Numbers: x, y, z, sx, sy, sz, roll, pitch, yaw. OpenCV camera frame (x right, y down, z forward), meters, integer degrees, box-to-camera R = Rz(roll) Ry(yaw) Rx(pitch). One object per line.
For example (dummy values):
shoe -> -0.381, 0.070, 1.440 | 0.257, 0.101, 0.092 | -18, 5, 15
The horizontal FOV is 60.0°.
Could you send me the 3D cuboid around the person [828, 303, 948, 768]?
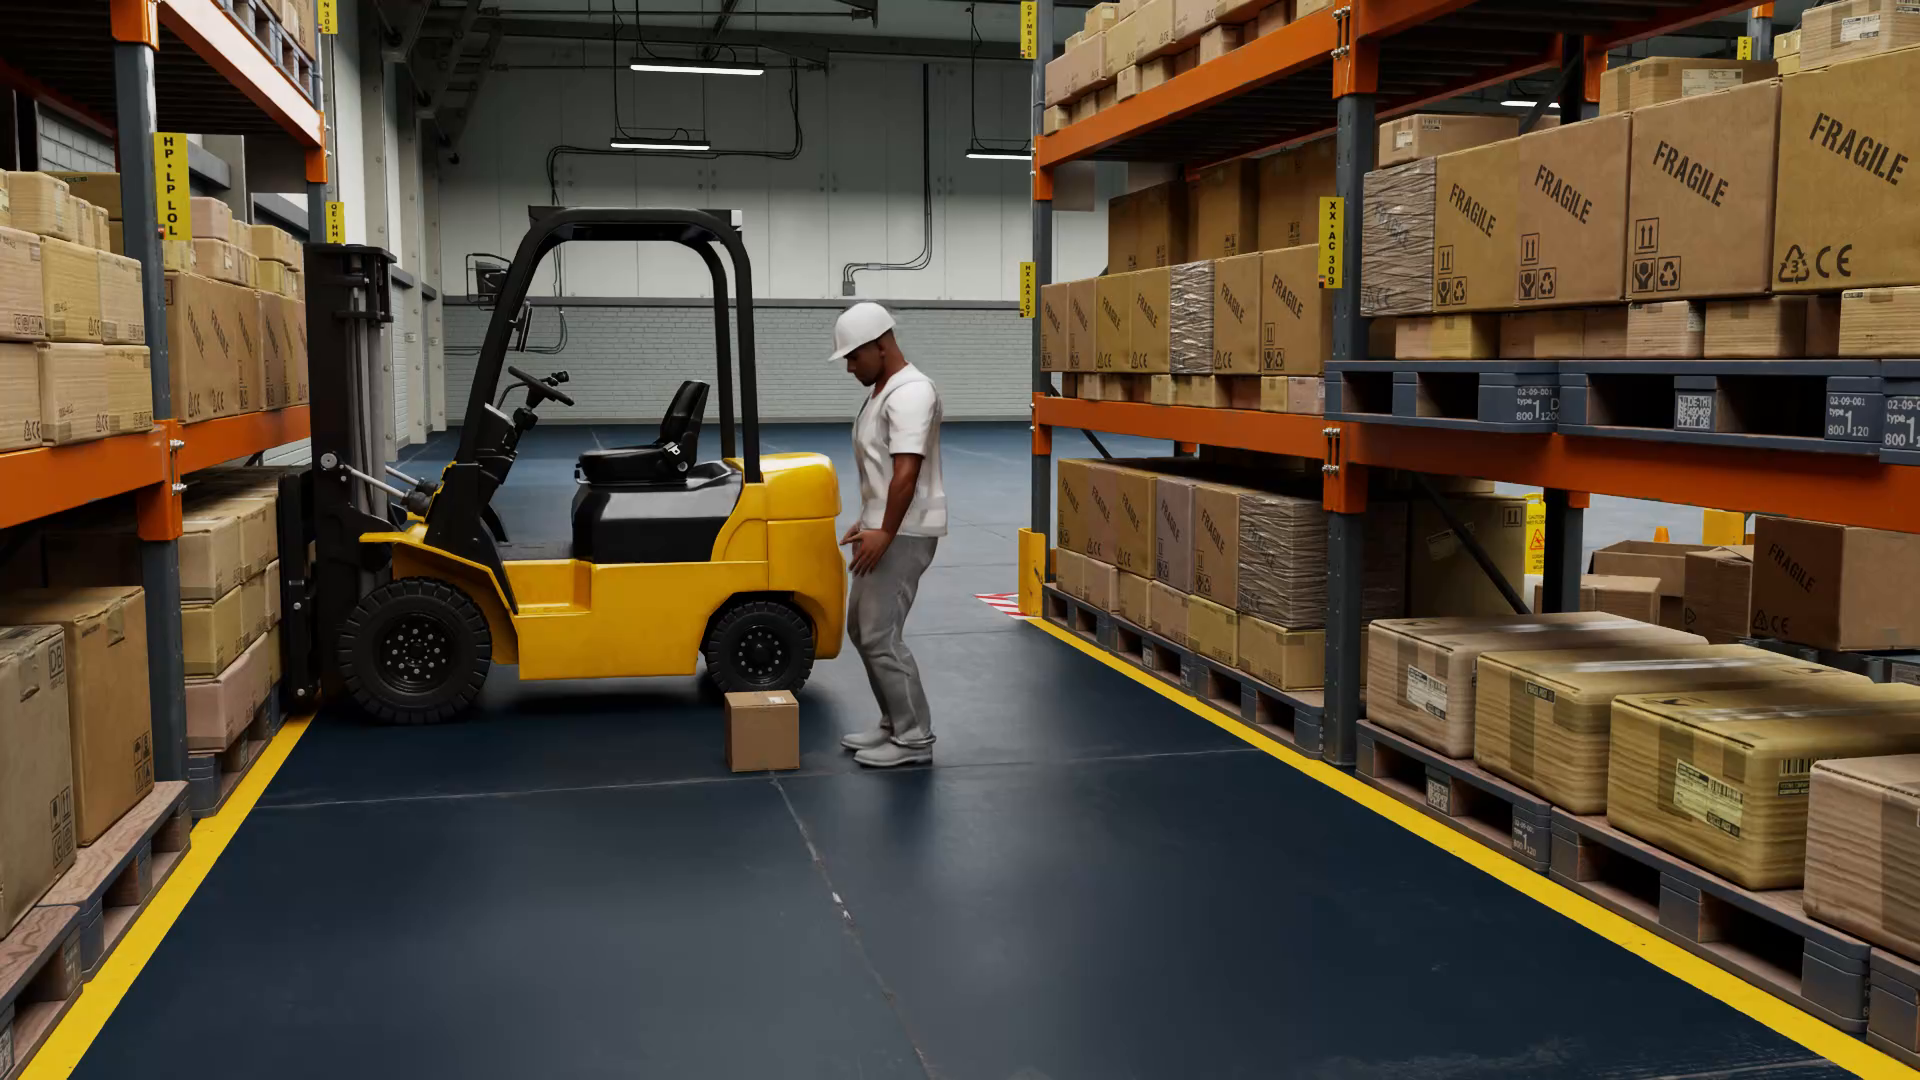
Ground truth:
person -> -0.275, -0.024, 6.270 | 0.437, 1.725, 0.588 | -1, 6, -12
